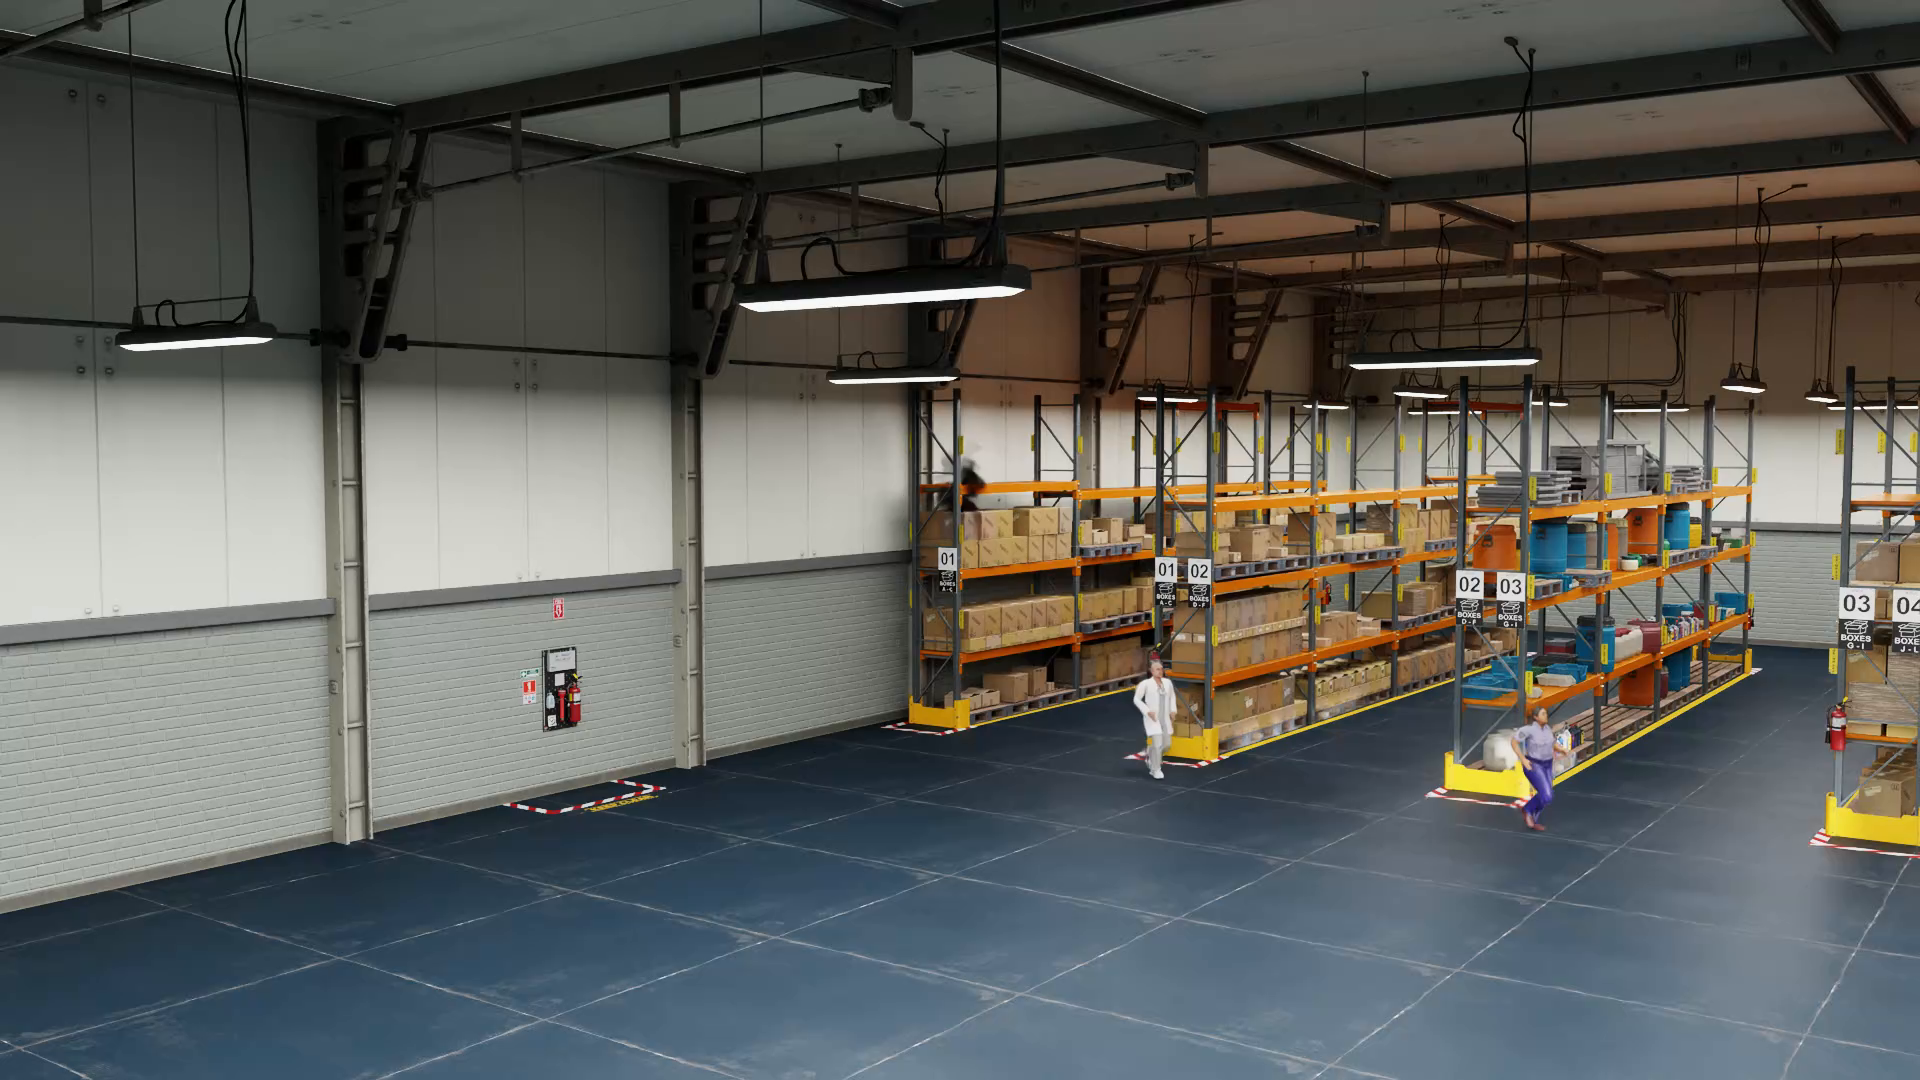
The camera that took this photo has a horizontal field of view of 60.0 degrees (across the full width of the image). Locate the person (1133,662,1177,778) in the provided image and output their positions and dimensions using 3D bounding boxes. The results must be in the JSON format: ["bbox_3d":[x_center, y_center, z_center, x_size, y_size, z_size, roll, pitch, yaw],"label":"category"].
[{"bbox_3d":[2.945,2.701,25.128,0.740,1.728,0.667,-1,4,-24],"label":"person"}]

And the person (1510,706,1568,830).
[{"bbox_3d":[7.563,2.979,21.576,0.656,1.605,0.567,-2,4,-35],"label":"person"}]
